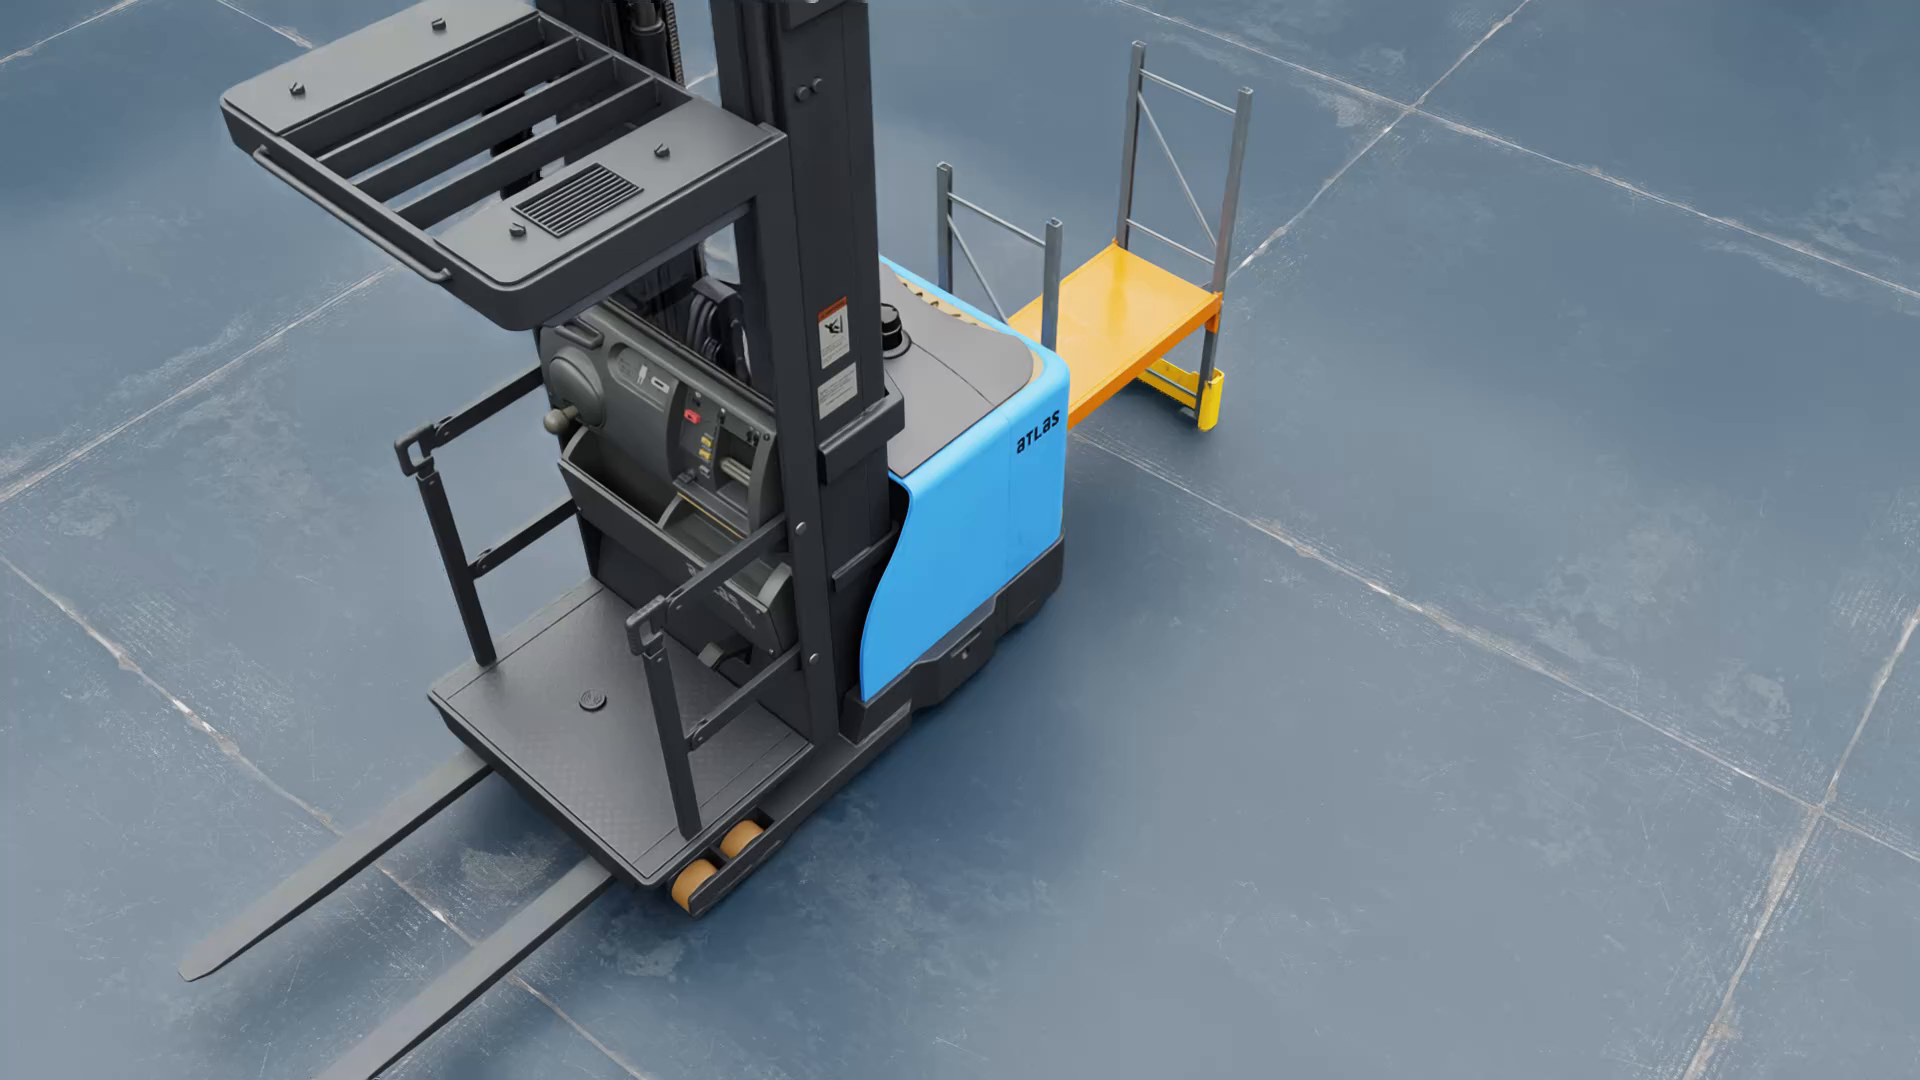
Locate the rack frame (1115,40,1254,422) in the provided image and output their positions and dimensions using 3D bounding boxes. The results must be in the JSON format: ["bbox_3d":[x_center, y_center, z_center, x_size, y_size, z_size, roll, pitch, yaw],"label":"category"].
[{"bbox_3d":[0.799,-1.116,6.278,0.500,1.500,0.032,33,55,27],"label":"rack frame"}]

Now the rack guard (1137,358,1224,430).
[{"bbox_3d":[0.798,-0.683,6.730,0.587,0.250,0.087,33,55,27],"label":"rack guard"}]

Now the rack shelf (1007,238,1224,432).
[{"bbox_3d":[0.460,-0.718,6.147,0.538,0.185,1.000,33,55,27],"label":"rack shelf"}]

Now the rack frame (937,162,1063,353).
[{"bbox_3d":[0.120,-0.568,5.755,0.500,1.500,0.032,33,55,27],"label":"rack frame"}]

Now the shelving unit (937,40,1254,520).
[{"bbox_3d":[0.466,-0.847,6.022,0.587,1.500,1.083,33,55,27],"label":"shelving unit"}]

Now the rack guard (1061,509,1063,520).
[{"bbox_3d":[0.133,-0.147,6.217,0.587,0.250,0.087,33,55,27],"label":"rack guard"}]

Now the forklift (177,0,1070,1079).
[{"bbox_3d":[-0.987,-0.280,4.491,1.130,2.935,3.031,33,55,27],"label":"forklift"}]
